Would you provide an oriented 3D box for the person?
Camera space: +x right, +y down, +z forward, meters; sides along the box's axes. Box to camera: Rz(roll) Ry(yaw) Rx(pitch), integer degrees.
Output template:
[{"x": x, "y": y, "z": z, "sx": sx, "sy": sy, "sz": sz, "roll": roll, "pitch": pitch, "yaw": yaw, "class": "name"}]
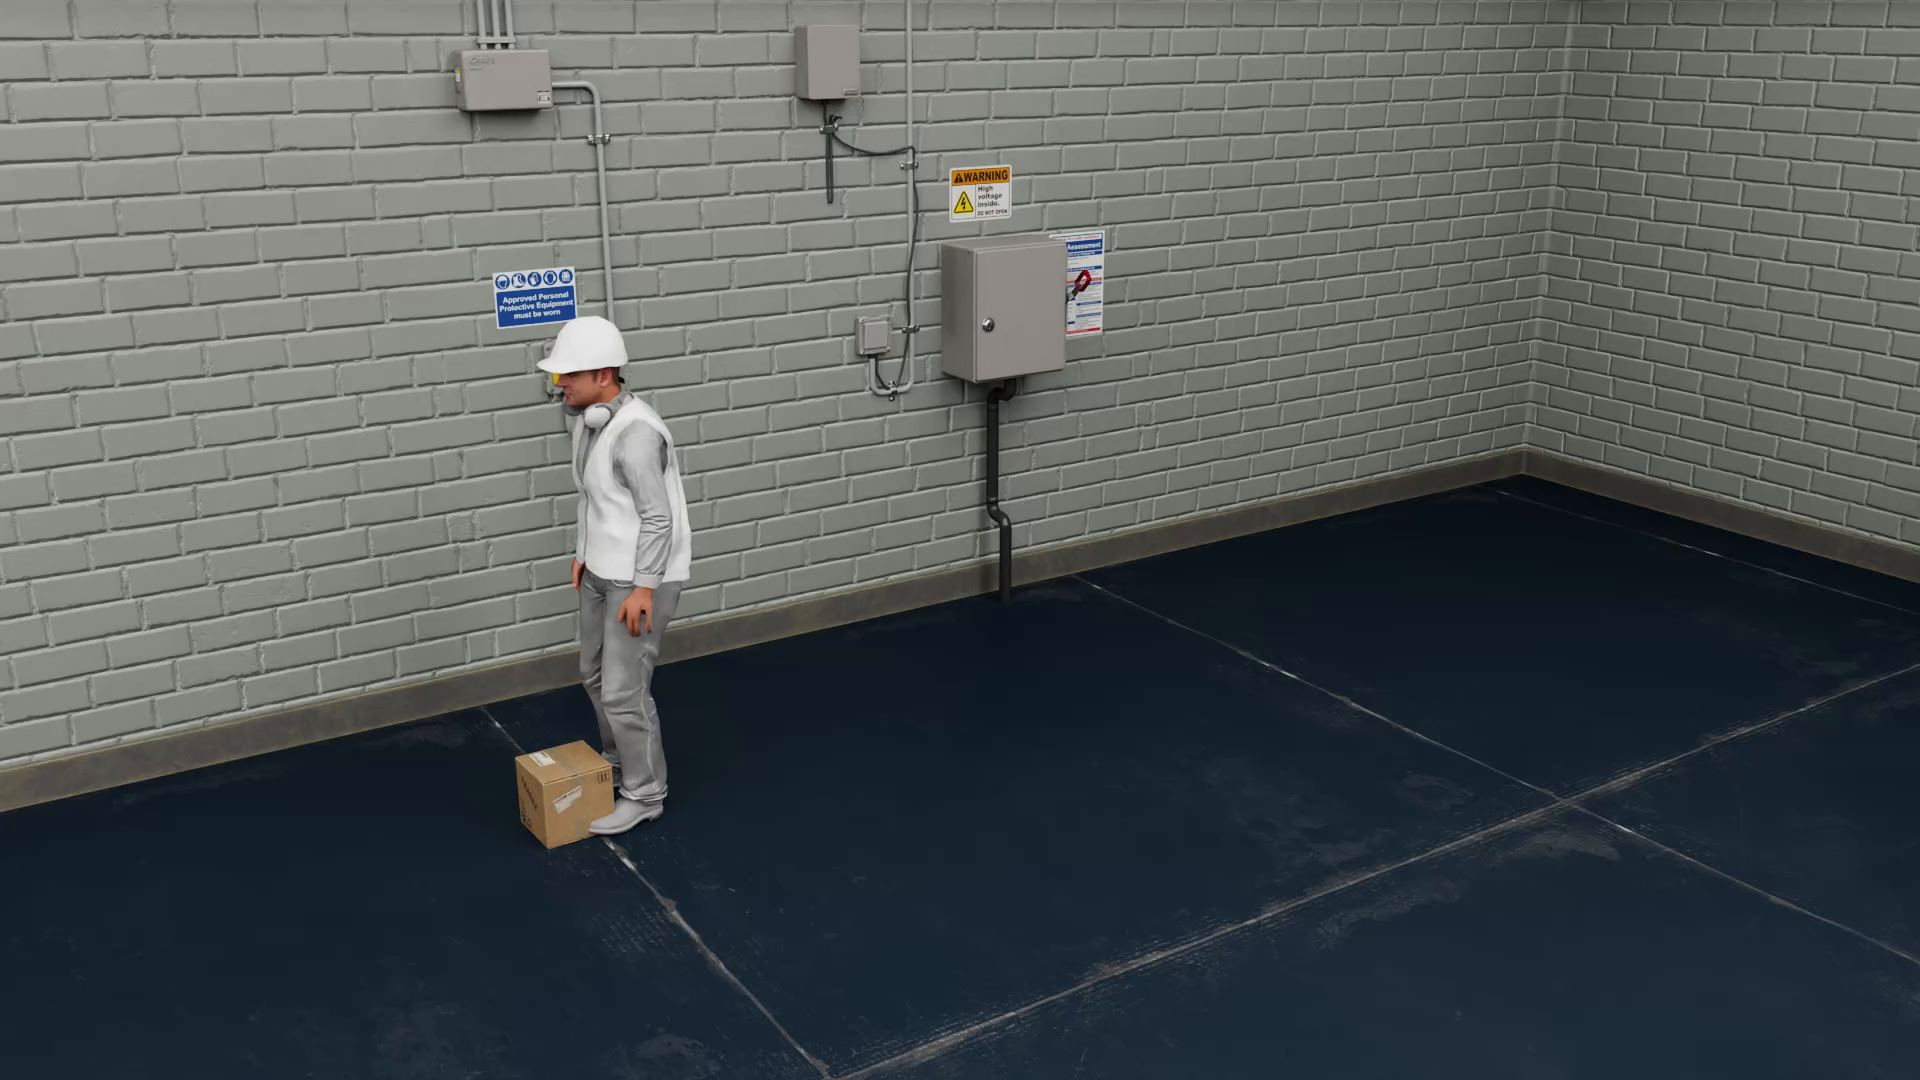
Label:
[{"x": -1.160, "y": 0.109, "z": 5.674, "sx": 0.463, "sy": 1.771, "sz": 0.580, "roll": -12, "pitch": 21, "yaw": -32, "class": "person"}]
